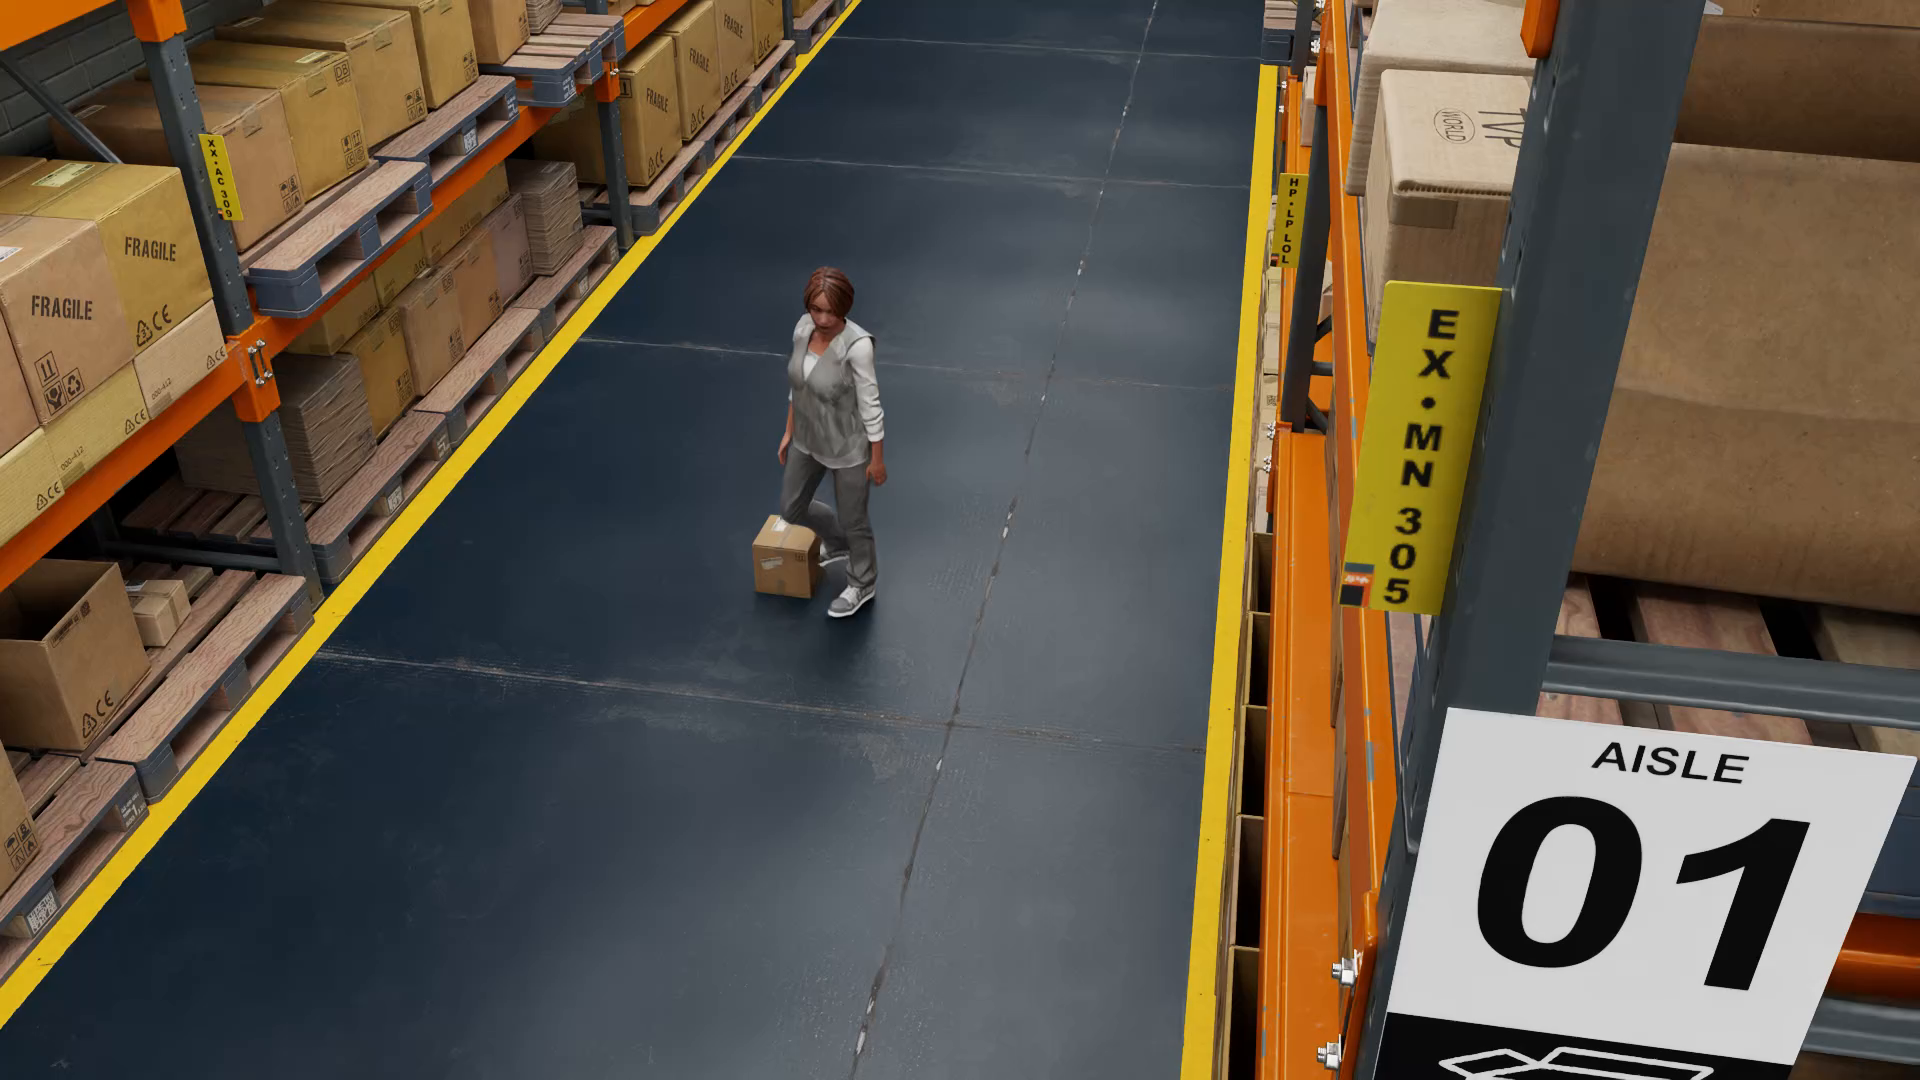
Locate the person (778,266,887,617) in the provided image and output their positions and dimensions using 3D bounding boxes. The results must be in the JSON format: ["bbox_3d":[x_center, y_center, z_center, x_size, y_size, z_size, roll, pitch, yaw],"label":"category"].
[{"bbox_3d":[-0.508,-0.402,6.741,0.567,1.588,0.415,25,40,33],"label":"person"}]
